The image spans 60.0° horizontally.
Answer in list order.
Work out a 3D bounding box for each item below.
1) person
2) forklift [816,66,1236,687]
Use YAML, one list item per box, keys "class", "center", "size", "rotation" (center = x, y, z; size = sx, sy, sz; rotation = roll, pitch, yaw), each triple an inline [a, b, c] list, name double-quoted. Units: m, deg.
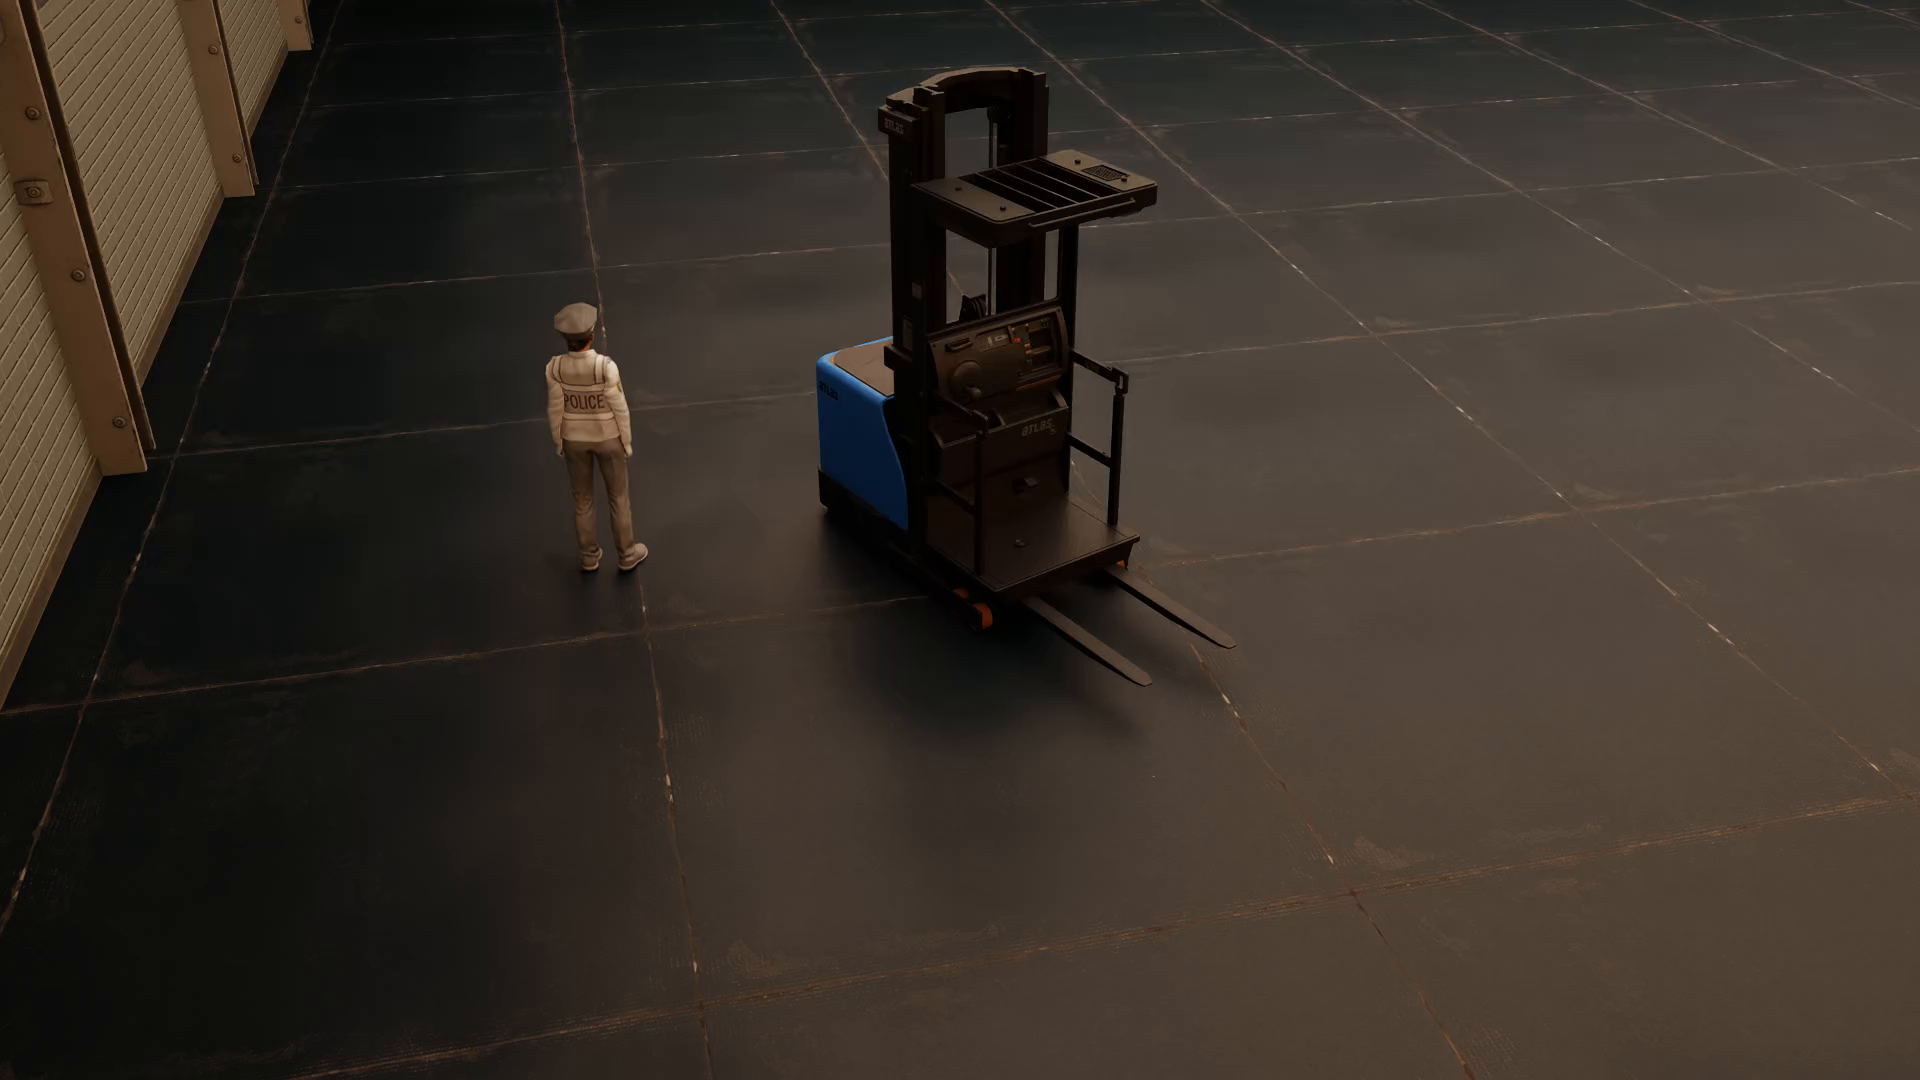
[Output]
- class: "person"
  center: [-2.169, -0.594, 9.843]
  size: [0.464, 1.691, 0.337]
  rotation: [0, 30, 1]
- class: "forklift"
  center: [0.355, -1.021, 9.338]
  size: [1.130, 2.935, 3.031]
  rotation: [-20, 35, -30]
